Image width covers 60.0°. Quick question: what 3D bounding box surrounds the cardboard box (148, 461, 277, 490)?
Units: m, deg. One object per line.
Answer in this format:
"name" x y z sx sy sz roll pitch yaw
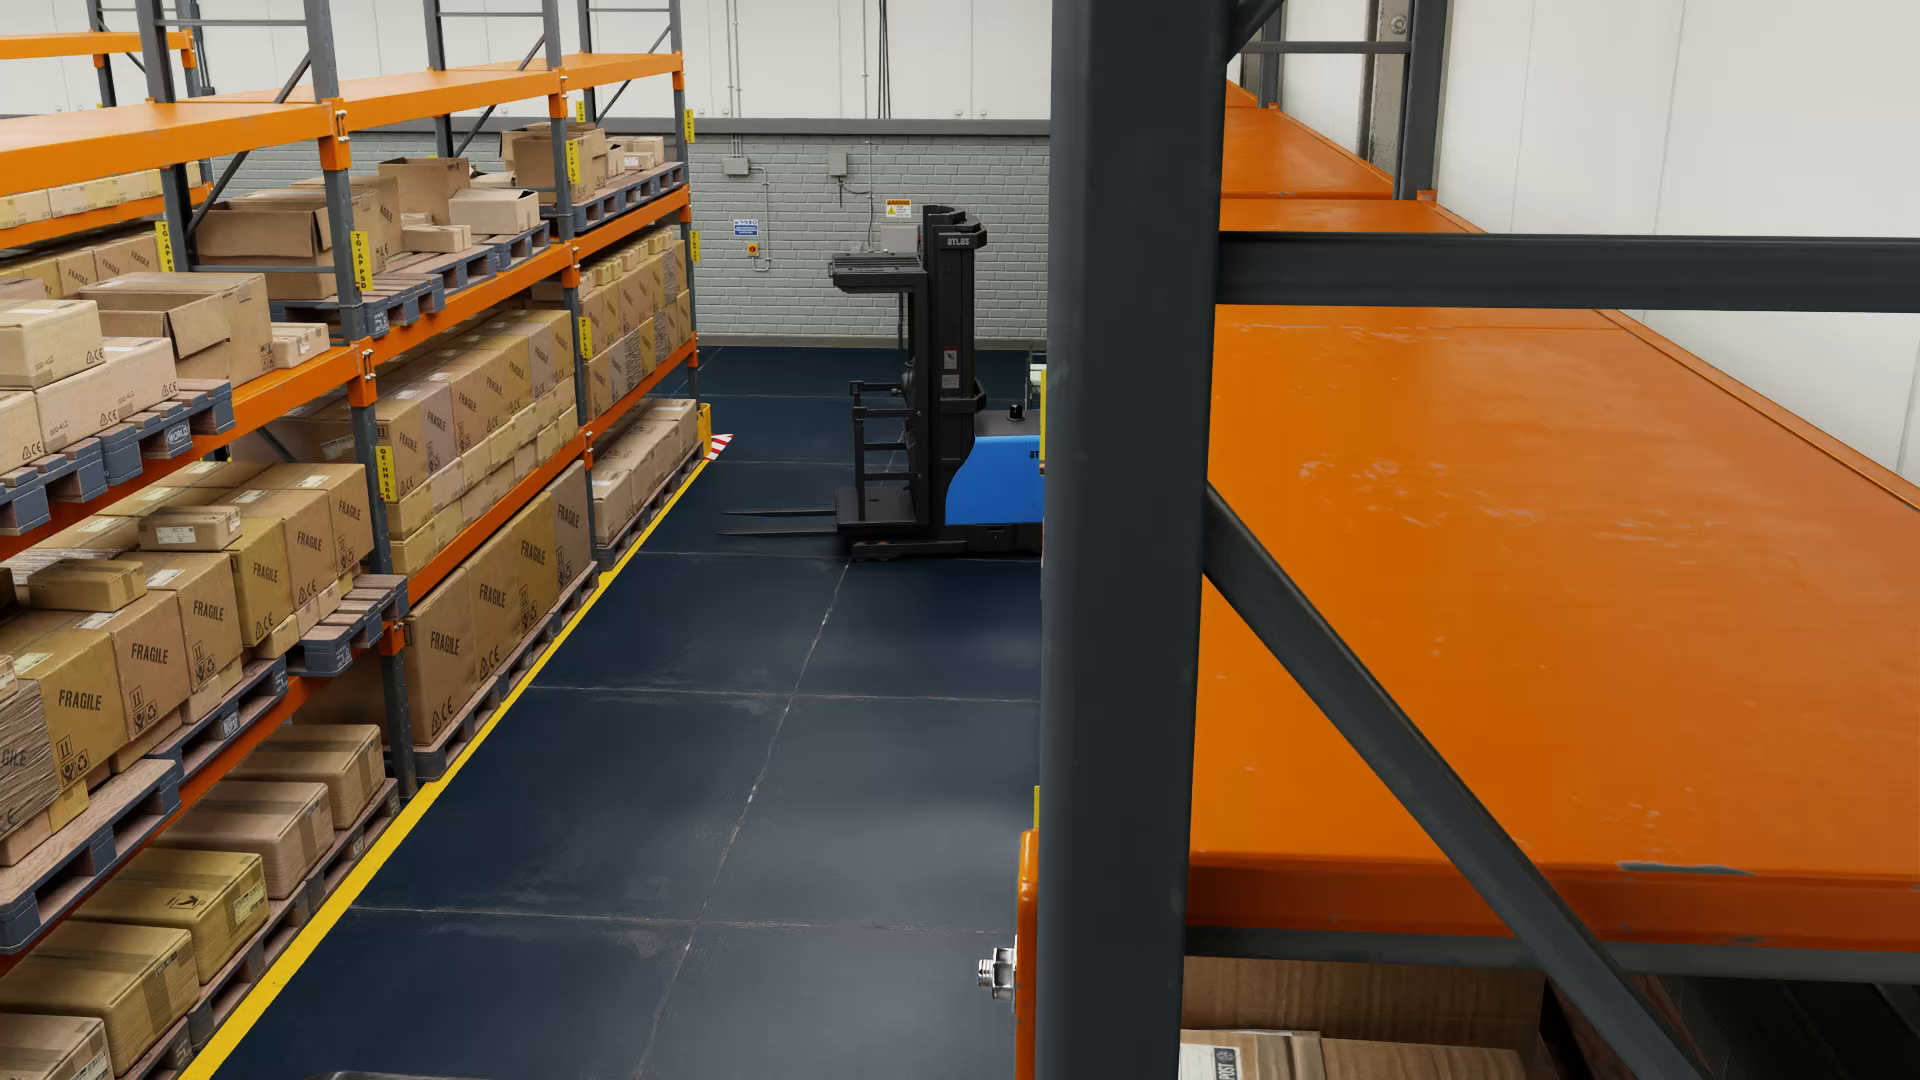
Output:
"cardboard box" -4.093 -0.127 9.182 0.500 0.500 0.500 1 18 2

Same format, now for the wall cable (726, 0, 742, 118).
"wall cable" -3.130 -6.982 21.779 0.463 3.000 0.029 1 18 4

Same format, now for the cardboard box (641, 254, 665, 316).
"cardboard box" -3.101 -2.409 15.692 0.500 0.500 0.500 1 18 4

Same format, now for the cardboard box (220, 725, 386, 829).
"cardboard box" -3.881 1.351 9.529 0.950 0.372 0.625 0 18 0

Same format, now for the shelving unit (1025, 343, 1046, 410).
"shelving unit" 0.834 -1.045 15.701 0.431 1.500 0.755 1 18 4

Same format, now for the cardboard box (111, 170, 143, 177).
"cardboard box" -8.055 -3.562 15.599 0.500 0.250 0.500 2 18 5

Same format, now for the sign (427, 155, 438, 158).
"sign" -4.097 -2.837 12.988 0.100 0.325 0.005 1 18 4

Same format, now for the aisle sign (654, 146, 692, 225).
"aisle sign" -2.942 -3.609 16.945 0.394 0.787 0.004 1 18 4

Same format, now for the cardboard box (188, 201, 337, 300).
"cardboard box" -3.954 -1.668 9.539 0.797 0.503 0.637 0 18 1

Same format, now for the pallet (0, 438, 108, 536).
"pallet" -3.967 -0.157 6.069 1.213 0.211 1.003 1 18 4

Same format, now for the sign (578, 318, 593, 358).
"sign" -3.002 -1.619 13.316 0.100 0.325 0.005 1 18 4

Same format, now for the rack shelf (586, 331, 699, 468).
"rack shelf" -3.400 -1.395 15.519 1.077 0.370 4.000 1 18 4

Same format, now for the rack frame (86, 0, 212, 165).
"rack frame" -8.201 -5.288 16.610 1.000 3.000 0.127 1 18 4

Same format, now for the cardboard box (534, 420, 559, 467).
"cardboard box" -3.362 -0.742 12.610 0.500 0.250 0.500 1 18 3

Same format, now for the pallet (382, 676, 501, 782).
"pallet" -3.699 1.208 10.896 1.003 0.211 1.213 1 18 4

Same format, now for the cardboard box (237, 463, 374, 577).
"cardboard box" -3.586 -0.115 9.143 0.500 0.500 0.500 1 18 2

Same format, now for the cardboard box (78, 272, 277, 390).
"cardboard box" -3.908 -1.052 8.340 0.700 0.500 0.500 1 18 4

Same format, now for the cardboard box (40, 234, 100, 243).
"cardboard box" -8.588 -2.650 15.949 0.500 0.500 0.500 1 18 3

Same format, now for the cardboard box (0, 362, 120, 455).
"cardboard box" -3.640 -0.515 6.427 0.500 0.250 0.500 1 18 3

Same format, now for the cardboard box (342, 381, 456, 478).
"cardboard box" -3.525 -0.698 10.470 0.500 0.500 0.500 1 18 4

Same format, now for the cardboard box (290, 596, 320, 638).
"cardboard box" -3.566 0.395 8.628 0.380 0.149 0.250 0 18 1

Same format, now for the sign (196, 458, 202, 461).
"sign" -4.384 -0.435 9.574 0.100 0.325 0.005 1 18 4

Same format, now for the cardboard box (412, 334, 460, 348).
"cardboard box" -3.909 -1.194 11.983 0.500 0.500 0.500 1 18 3

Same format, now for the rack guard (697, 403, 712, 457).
"rack guard" -3.255 -1.178 17.715 1.175 0.500 0.348 1 18 4

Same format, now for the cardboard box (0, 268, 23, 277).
"cardboard box" -8.213 -1.994 13.946 0.500 0.500 0.500 2 18 5

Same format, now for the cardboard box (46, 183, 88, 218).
"cardboard box" -8.108 -3.004 14.698 0.500 0.250 0.500 2 18 6

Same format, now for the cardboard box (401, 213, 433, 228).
"cardboard box" -3.983 -2.245 11.840 0.380 0.166 0.250 0 18 0

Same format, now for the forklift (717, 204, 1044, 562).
"forklift" -0.620 -1.377 14.417 3.031 2.935 1.130 -2 18 -5

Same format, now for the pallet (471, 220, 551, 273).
"pallet" -3.560 -2.165 12.202 0.805 0.209 1.217 1 18 2

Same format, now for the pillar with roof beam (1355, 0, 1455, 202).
"pillar with roof beam" -2.368 -2.286 7.447 9.100 9.000 0.400 1 18 4

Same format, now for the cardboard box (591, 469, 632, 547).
"cardboard box" -3.392 -0.291 14.433 0.875 0.438 0.875 1 18 3

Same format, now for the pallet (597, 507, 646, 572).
"pallet" -3.411 -0.025 14.661 1.003 0.211 1.213 1 18 4

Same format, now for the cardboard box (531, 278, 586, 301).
"cardboard box" -3.262 -2.039 13.521 0.380 0.149 0.250 1 18 3

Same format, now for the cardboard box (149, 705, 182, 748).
"cardboard box" -3.712 0.801 7.390 0.380 0.149 0.250 1 18 4

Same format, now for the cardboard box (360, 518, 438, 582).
"cardboard box" -3.544 0.051 10.190 0.500 0.250 0.500 1 18 3

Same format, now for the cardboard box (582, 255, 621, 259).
"cardboard box" -3.221 -2.437 14.735 0.380 0.149 0.250 1 18 4

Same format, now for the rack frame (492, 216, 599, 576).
"rack frame" -3.544 -1.116 13.511 1.000 3.000 0.127 1 18 4

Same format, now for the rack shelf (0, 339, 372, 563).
"rack shelf" -3.974 -0.336 7.469 1.077 0.370 4.000 1 18 4

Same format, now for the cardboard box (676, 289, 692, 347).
"cardboard box" -3.027 -2.250 16.812 0.500 0.500 0.500 1 18 4

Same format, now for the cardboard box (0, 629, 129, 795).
"cardboard box" -3.762 0.685 6.701 0.500 0.500 0.500 1 18 4

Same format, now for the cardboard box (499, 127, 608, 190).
"cardboard box" -3.479 -3.257 14.228 0.797 0.503 0.637 3 18 8

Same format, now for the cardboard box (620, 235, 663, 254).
"cardboard box" -3.071 -2.834 15.948 0.380 0.149 0.250 2 18 5

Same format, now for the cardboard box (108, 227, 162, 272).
"cardboard box" -8.022 -2.796 16.396 0.500 0.500 0.500 1 18 2

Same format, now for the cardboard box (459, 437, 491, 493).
"cardboard box" -3.461 -0.507 11.090 0.500 0.250 0.500 1 18 4

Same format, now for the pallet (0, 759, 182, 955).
"pallet" -3.917 1.226 6.673 1.003 0.211 1.213 1 18 4

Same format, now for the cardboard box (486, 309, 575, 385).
"cardboard box" -3.325 -1.494 12.900 0.500 0.500 0.500 2 18 6

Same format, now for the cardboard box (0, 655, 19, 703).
"cardboard box" -3.731 0.534 6.122 0.380 0.149 0.250 1 18 4

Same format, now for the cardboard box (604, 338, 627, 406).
"cardboard box" -3.209 -1.460 14.399 0.500 0.500 0.500 1 18 4

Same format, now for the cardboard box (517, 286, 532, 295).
"cardboard box" -3.712 -2.129 13.795 0.380 0.149 0.250 2 18 5
